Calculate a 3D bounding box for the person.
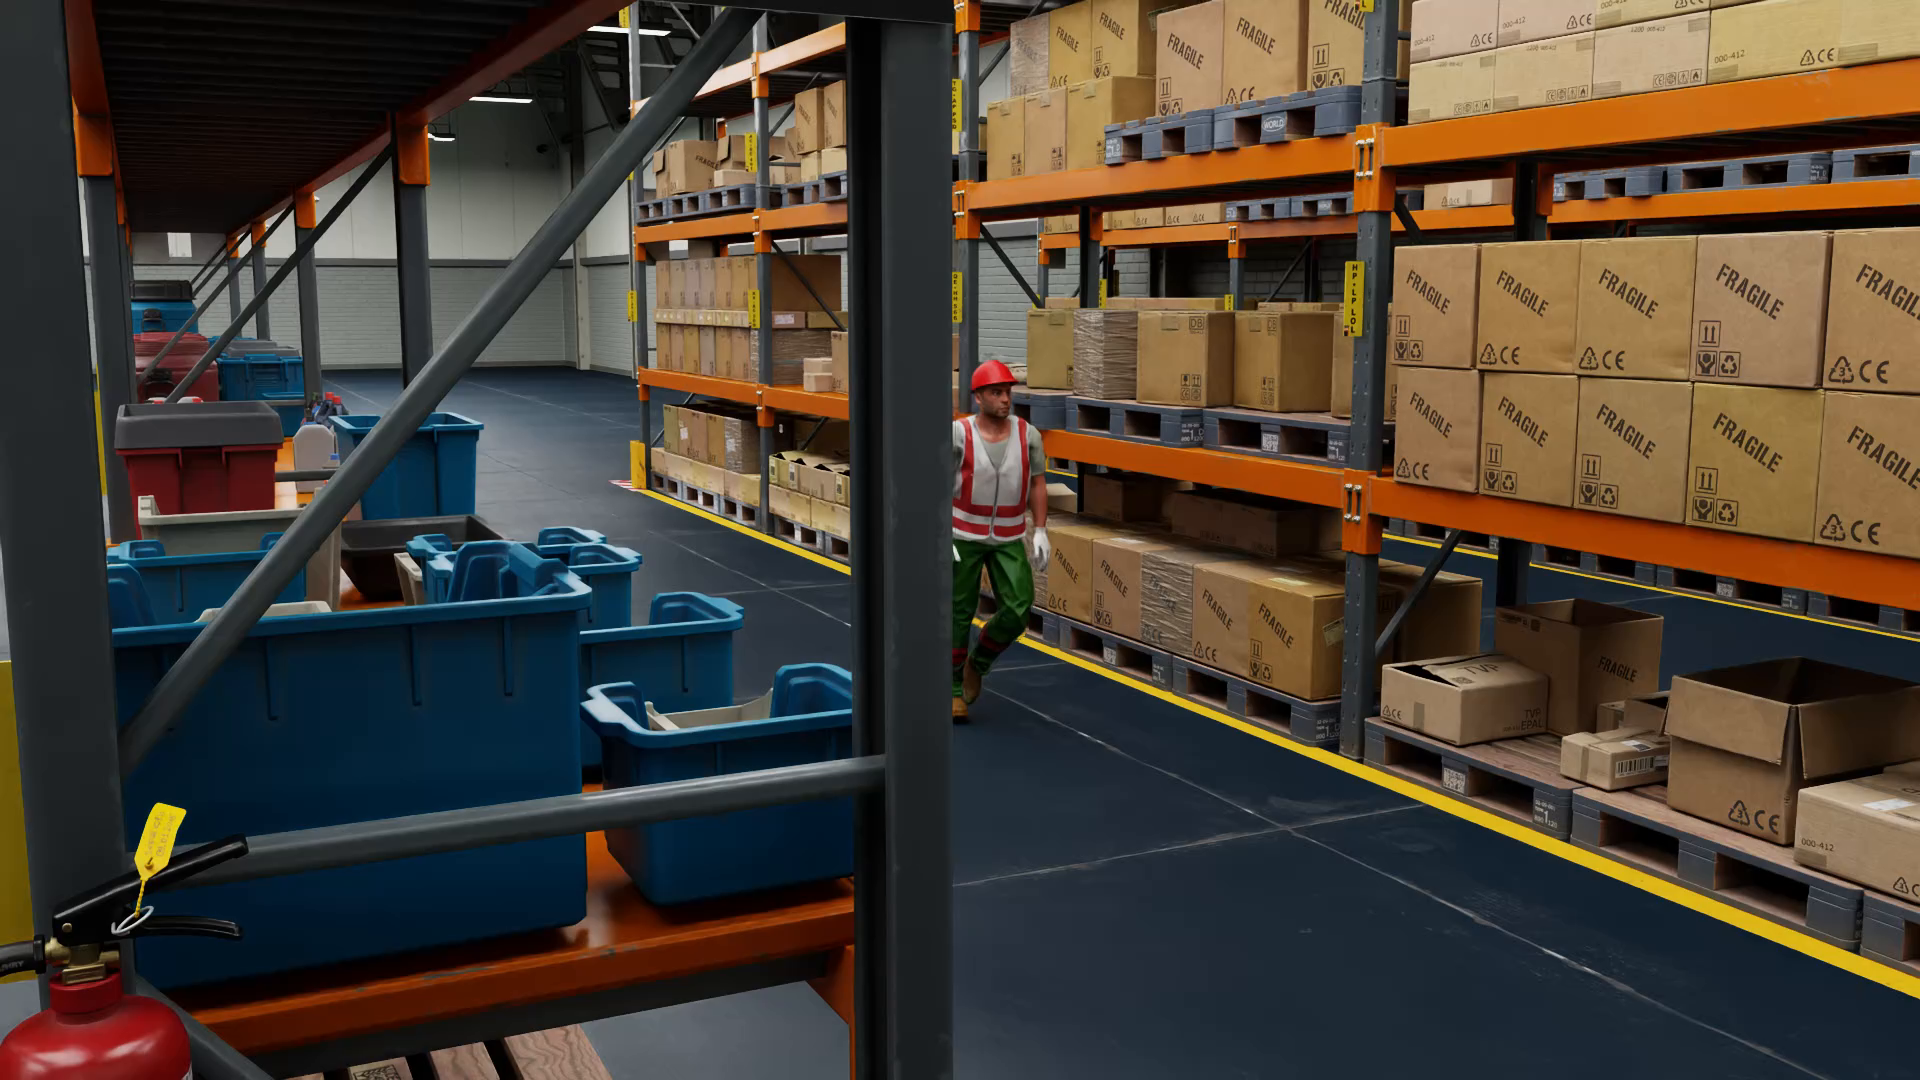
[{"bbox_3d":[0.148,-0.002,8.174,0.611,1.763,0.505,-2,9,-12],"label":"person"}]
